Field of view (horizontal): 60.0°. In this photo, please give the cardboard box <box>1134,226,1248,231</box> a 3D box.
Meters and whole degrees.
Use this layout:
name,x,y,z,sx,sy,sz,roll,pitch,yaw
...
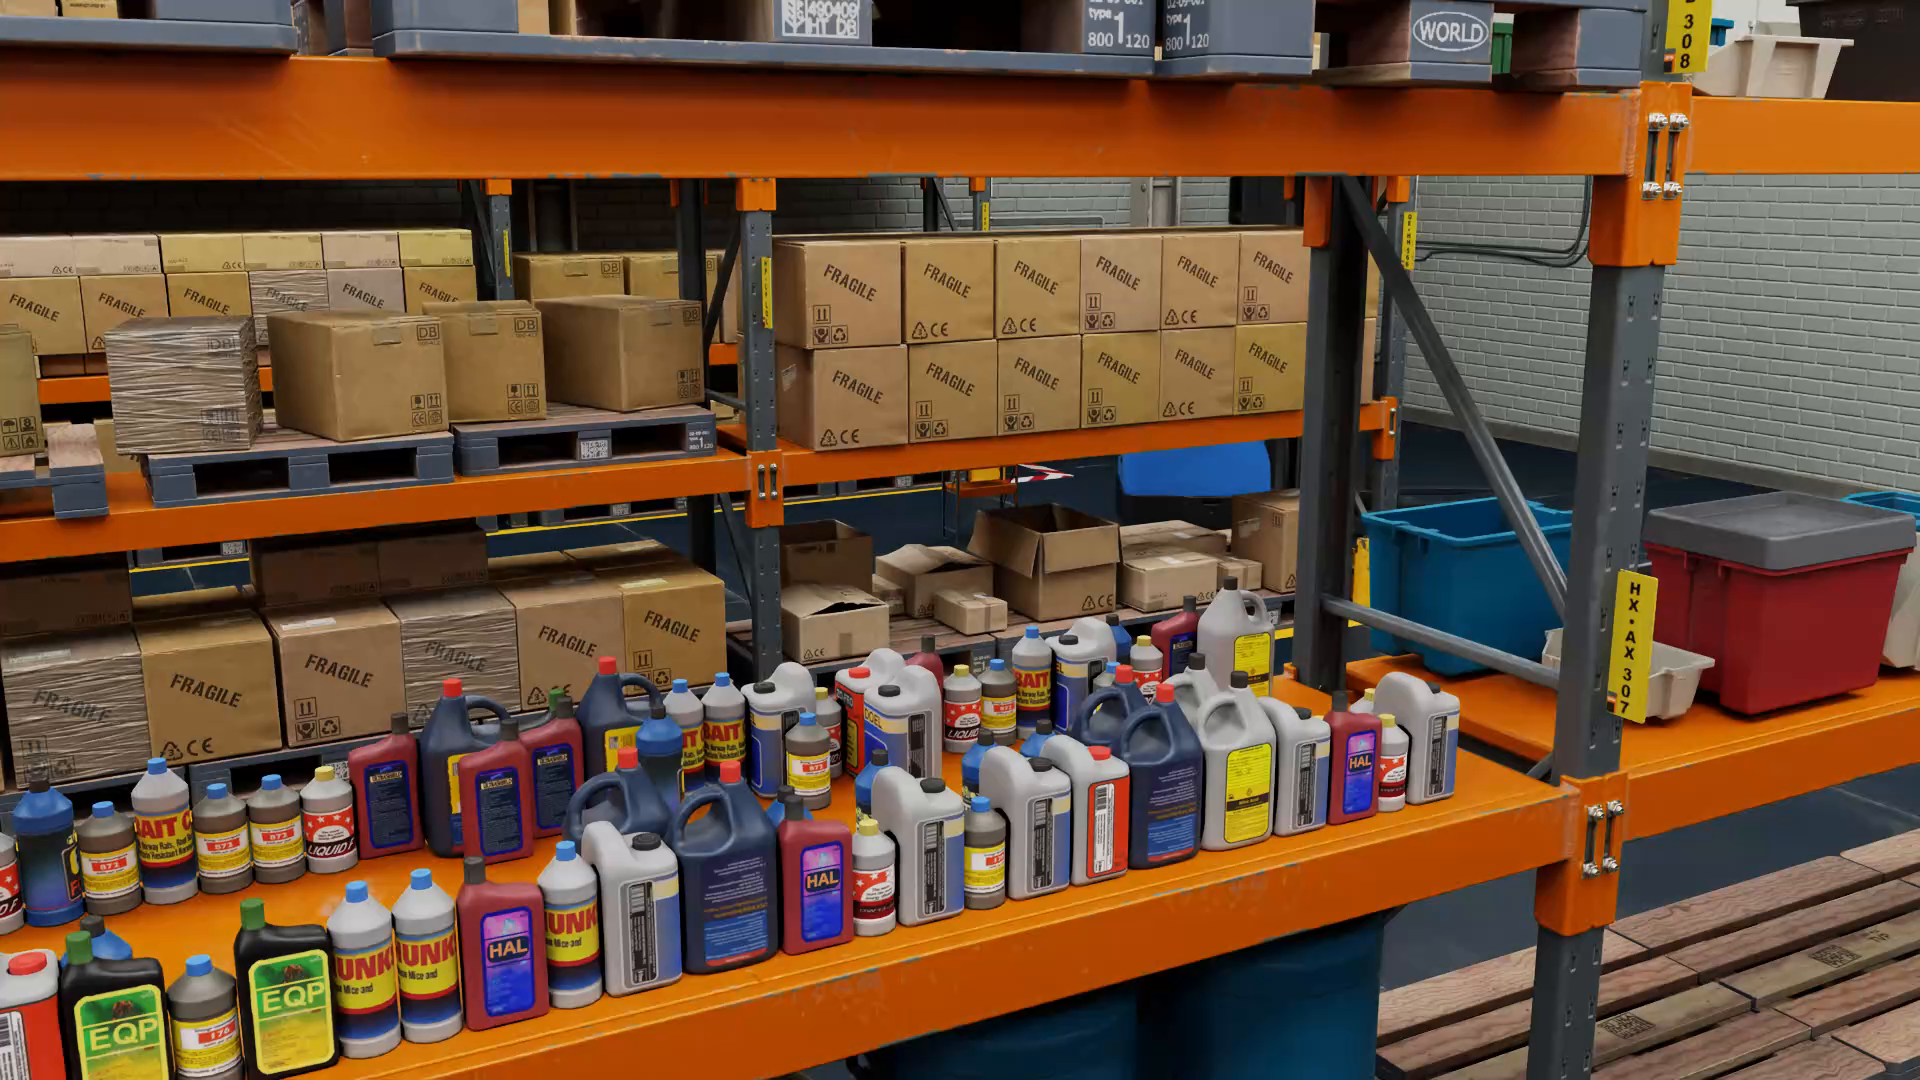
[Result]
name,x,y,z,sx,sy,sz,roll,pitch,yaw
cardboard box,1.369,-1.600,9.881,0.500,0.500,0.500,-7,14,-27

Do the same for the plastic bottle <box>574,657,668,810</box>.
name,x,y,z,sx,sy,sz,roll,pitch,yaw
plastic bottle,-0.719,0.418,3.532,0.185,0.351,0.144,-7,14,-28

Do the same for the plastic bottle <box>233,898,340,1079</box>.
name,x,y,z,sx,sy,sz,roll,pitch,yaw
plastic bottle,-1.029,0.677,2.537,0.133,0.283,0.061,-7,14,-28

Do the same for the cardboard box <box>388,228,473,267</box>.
name,x,y,z,sx,sy,sz,roll,pitch,yaw
cardboard box,-3.835,-2.120,12.039,0.500,0.250,0.500,-6,14,-26

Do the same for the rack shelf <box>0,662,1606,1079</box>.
name,x,y,z,sx,sy,sz,roll,pitch,yaw
rack shelf,-0.556,0.822,3.265,4.000,0.370,1.077,-7,14,-28

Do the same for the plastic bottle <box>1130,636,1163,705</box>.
name,x,y,z,sx,sy,sz,roll,pitch,yaw
plastic bottle,0.463,0.343,4.204,0.097,0.201,0.097,0,13,0

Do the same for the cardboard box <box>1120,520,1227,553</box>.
name,x,y,z,sx,sy,sz,roll,pitch,yaw
cardboard box,1.288,0.066,10.243,0.500,0.250,0.500,-7,14,-28

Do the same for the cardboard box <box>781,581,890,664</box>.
name,x,y,z,sx,sy,sz,roll,pitch,yaw
cardboard box,-0.699,0.400,8.622,0.500,0.311,0.500,-7,14,-28

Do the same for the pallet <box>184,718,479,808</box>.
name,x,y,z,sx,sy,sz,roll,pitch,yaw
pallet,-2.939,0.888,7.683,1.213,0.211,1.003,-7,14,-28

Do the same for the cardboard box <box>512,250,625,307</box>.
name,x,y,z,sx,sy,sz,roll,pitch,yaw
cardboard box,-3.064,-1.849,12.811,0.700,0.700,0.980,-7,14,-27

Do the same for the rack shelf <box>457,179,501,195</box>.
name,x,y,z,sx,sy,sz,roll,pitch,yaw
rack shelf,-5.303,-2.551,11.419,4.000,0.370,1.077,-7,14,-28

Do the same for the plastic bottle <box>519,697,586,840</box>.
name,x,y,z,sx,sy,sz,roll,pitch,yaw
plastic bottle,-0.849,0.471,3.449,0.133,0.283,0.061,-7,14,-28

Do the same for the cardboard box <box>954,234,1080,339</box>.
name,x,y,z,sx,sy,sz,roll,pitch,yaw
cardboard box,0.282,-1.335,8.704,0.500,0.500,0.500,-7,15,-30

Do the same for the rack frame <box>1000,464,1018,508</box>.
name,x,y,z,sx,sy,sz,roll,pitch,yaw
rack frame,0.359,-0.628,12.169,0.015,1.200,0.240,-7,14,-28

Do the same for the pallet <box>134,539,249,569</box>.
name,x,y,z,sx,sy,sz,roll,pitch,yaw
pallet,-5.261,-0.064,11.911,1.213,0.211,1.003,-7,14,-28

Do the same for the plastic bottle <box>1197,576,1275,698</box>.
name,x,y,z,sx,sy,sz,roll,pitch,yaw
plastic bottle,0.700,0.263,4.220,0.185,0.351,0.144,-7,14,-28

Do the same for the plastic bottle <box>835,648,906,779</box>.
name,x,y,z,sx,sy,sz,roll,pitch,yaw
plastic bottle,-0.202,0.393,3.811,0.135,0.276,0.152,-7,14,-28

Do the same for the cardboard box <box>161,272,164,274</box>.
name,x,y,z,sx,sy,sz,roll,pitch,yaw
cardboard box,-5.427,-1.692,11.844,0.500,0.500,0.500,-6,14,-26

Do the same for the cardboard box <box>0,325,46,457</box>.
name,x,y,z,sx,sy,sz,roll,pitch,yaw
cardboard box,-4.183,-0.616,6.828,0.700,0.500,0.500,11,17,41

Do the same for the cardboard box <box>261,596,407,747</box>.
name,x,y,z,sx,sy,sz,roll,pitch,yaw
cardboard box,-2.790,0.574,7.417,0.500,0.500,0.500,-7,15,-30

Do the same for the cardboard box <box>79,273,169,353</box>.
name,x,y,z,sx,sy,sz,roll,pitch,yaw
cardboard box,-5.609,-1.539,11.164,0.500,0.500,0.500,-7,14,-28

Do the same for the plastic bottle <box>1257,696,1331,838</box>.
name,x,y,z,sx,sy,sz,roll,pitch,yaw
plastic bottle,0.688,0.463,3.502,0.135,0.276,0.152,-7,14,-28

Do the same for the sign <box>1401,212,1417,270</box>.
name,x,y,z,sx,sy,sz,roll,pitch,yaw
sign,2.588,-1.725,9.587,0.005,0.325,0.100,-7,14,-28

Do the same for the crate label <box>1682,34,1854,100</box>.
name,x,y,z,sx,sy,sz,roll,pitch,yaw
crate label,1.767,-1.070,3.802,0.466,0.136,0.293,-7,14,-28

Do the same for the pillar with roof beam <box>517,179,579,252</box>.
name,x,y,z,sx,sy,sz,roll,pitch,yaw
pillar with roof beam,-1.285,-3.986,9.327,0.400,9.000,9.100,-7,14,-28

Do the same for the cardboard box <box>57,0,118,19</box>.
name,x,y,z,sx,sy,sz,roll,pitch,yaw
cardboard box,-3.411,-1.947,6.868,0.500,0.500,0.910,-7,14,-28

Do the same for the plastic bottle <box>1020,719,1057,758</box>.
name,x,y,z,sx,sy,sz,roll,pitch,yaw
plastic bottle,0.169,0.496,3.365,0.097,0.271,0.097,0,13,0

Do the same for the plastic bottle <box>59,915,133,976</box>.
name,x,y,z,sx,sy,sz,roll,pitch,yaw
plastic bottle,-1.285,0.693,2.490,0.097,0.271,0.097,0,13,0

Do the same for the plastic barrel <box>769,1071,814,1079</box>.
name,x,y,z,sx,sy,sz,roll,pitch,yaw
plastic barrel,-0.446,1.440,3.590,0.421,0.512,0.421,0,13,0

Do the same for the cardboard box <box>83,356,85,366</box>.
name,x,y,z,sx,sy,sz,roll,pitch,yaw
cardboard box,-6.031,-1.319,11.663,0.250,0.149,0.380,-7,15,-29

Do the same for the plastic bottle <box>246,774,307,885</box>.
name,x,y,z,sx,sy,sz,roll,pitch,yaw
plastic bottle,-1.336,0.559,3.246,0.097,0.201,0.097,0,13,0

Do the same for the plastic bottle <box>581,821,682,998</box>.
name,x,y,z,sx,sy,sz,roll,pitch,yaw
plastic bottle,-0.560,0.612,2.838,0.135,0.276,0.152,-7,14,-28

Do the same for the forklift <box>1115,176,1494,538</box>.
name,x,y,z,sx,sy,sz,roll,pitch,yaw
forklift,2.725,-1.554,12.338,3.031,2.935,1.130,0,13,2

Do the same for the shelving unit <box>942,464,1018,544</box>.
name,x,y,z,sx,sy,sz,roll,pitch,yaw
shelving unit,0.145,-0.603,12.055,0.503,1.200,0.258,-7,14,-28

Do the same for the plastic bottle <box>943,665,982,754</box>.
name,x,y,z,sx,sy,sz,roll,pitch,yaw
plastic bottle,0.004,0.398,3.960,0.097,0.201,0.097,0,13,0

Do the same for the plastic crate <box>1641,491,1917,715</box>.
name,x,y,z,sx,sy,sz,roll,pitch,yaw
plastic crate,2.103,0.154,4.310,0.583,0.464,0.402,-7,14,-28

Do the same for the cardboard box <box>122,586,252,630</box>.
name,x,y,z,sx,sy,sz,roll,pitch,yaw
cardboard box,-3.519,0.533,7.600,0.500,0.500,0.500,-7,15,-30

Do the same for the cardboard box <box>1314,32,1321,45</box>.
name,x,y,z,sx,sy,sz,roll,pitch,yaw
cardboard box,1.897,-3.058,9.530,0.500,0.500,0.700,-7,14,-28

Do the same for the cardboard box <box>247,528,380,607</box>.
name,x,y,z,sx,sy,sz,roll,pitch,yaw
cardboard box,-3.030,0.106,7.788,0.500,0.250,0.500,-7,15,-29

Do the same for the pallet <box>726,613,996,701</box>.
name,x,y,z,sx,sy,sz,roll,pitch,yaw
pallet,-0.568,0.594,8.990,1.213,0.211,1.003,-7,14,-28

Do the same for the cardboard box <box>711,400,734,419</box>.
name,x,y,z,sx,sy,sz,roll,pitch,yaw
cardboard box,-1.996,-1.065,13.271,0.250,0.149,0.380,-7,15,-29

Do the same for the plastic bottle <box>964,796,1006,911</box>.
name,x,y,z,sx,sy,sz,roll,pitch,yaw
plastic bottle,0.038,0.584,3.134,0.097,0.201,0.097,0,13,0

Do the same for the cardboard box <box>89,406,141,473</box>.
name,x,y,z,sx,sy,sz,roll,pitch,yaw
cardboard box,-5.578,-0.527,11.560,0.750,0.750,0.750,-7,14,-28

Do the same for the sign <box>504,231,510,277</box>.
name,x,y,z,sx,sy,sz,roll,pitch,yaw
sign,-3.279,-2.072,12.026,0.005,0.325,0.100,-7,14,-28

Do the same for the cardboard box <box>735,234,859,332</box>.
name,x,y,z,sx,sy,sz,roll,pitch,yaw
cardboard box,-0.851,-1.334,8.701,0.500,0.500,0.500,-7,14,-28

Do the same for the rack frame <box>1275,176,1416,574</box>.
name,x,y,z,sx,sy,sz,roll,pitch,yaw
rack frame,2.340,-1.115,10.234,0.127,3.000,1.000,-7,14,-28

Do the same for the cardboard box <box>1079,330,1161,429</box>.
name,x,y,z,sx,sy,sz,roll,pitch,yaw
cardboard box,0.741,-0.905,9.071,0.500,0.500,0.500,-7,14,-29

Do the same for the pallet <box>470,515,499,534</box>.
name,x,y,z,sx,sy,sz,roll,pitch,yaw
pallet,-4.189,-0.193,12.485,1.213,0.211,1.003,-7,14,-28

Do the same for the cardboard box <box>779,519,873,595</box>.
name,x,y,z,sx,sy,sz,roll,pitch,yaw
cardboard box,-0.807,0.196,9.099,0.500,0.500,0.500,-7,14,-28
